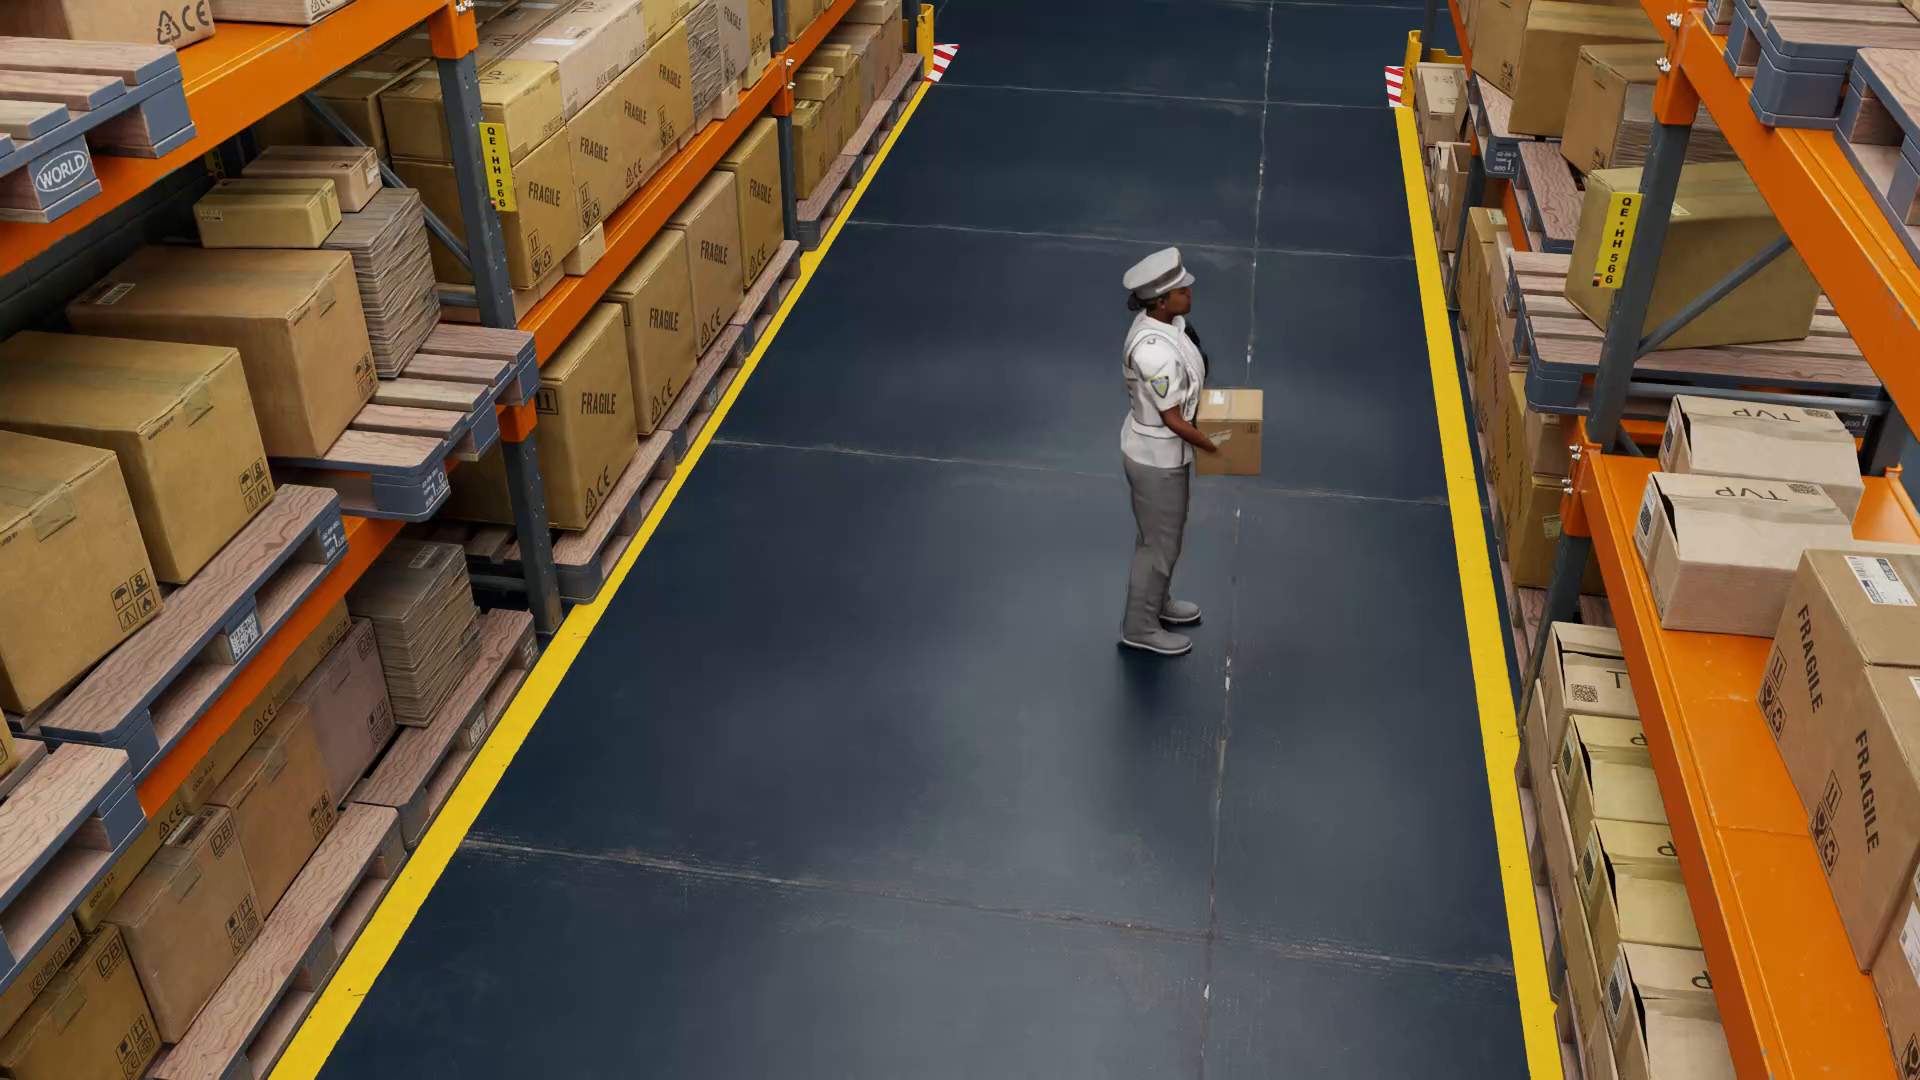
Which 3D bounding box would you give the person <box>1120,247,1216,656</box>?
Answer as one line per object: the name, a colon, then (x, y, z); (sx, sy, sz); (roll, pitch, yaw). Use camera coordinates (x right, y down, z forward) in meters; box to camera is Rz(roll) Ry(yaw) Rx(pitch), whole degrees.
person: (0.878, -0.354, 6.657); (0.530, 1.697, 0.462); (4, 33, 6)
